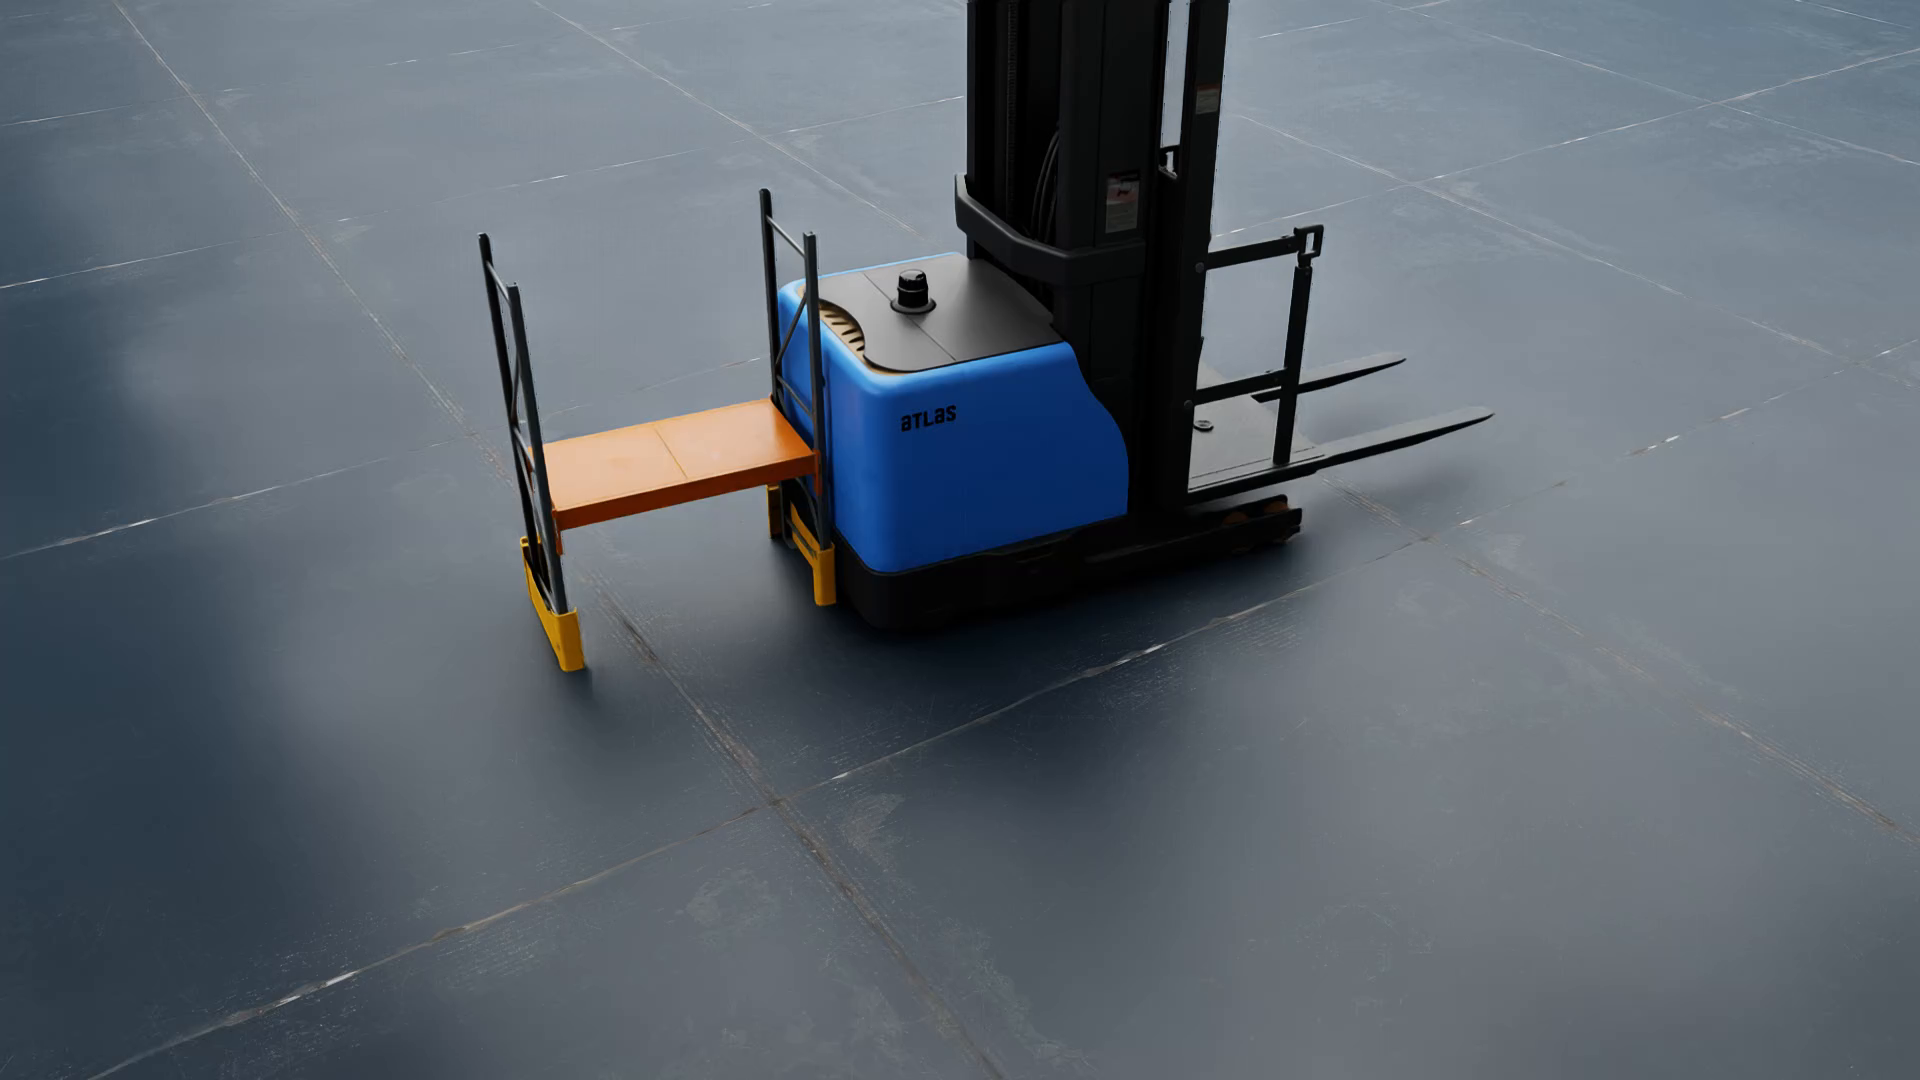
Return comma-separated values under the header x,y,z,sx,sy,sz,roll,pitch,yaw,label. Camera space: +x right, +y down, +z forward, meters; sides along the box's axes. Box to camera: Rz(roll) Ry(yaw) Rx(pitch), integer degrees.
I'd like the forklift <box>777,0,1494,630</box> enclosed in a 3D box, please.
x,y,z,sx,sy,sz,roll,pitch,yaw,label
0.837,-1.425,6.355,3.031,2.935,1.130,-14,35,-21,forklift

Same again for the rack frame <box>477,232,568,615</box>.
x,y,z,sx,sy,sz,roll,pitch,yaw,label
-1.534,-0.298,5.909,0.032,1.500,0.500,-14,35,-21,rack frame

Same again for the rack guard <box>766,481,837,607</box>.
x,y,z,sx,sy,sz,roll,pitch,yaw,label
-0.631,0.005,6.601,0.087,0.250,0.587,-14,35,-21,rack guard

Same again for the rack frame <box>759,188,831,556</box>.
x,y,z,sx,sy,sz,roll,pitch,yaw,label
-0.614,-0.528,6.275,0.032,1.500,0.500,-14,35,-21,rack frame

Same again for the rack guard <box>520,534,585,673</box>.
x,y,z,sx,sy,sz,roll,pitch,yaw,label
-1.533,0.231,6.243,0.087,0.250,0.587,-14,35,-21,rack guard

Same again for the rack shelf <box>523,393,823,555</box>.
x,y,z,sx,sy,sz,roll,pitch,yaw,label
-1.074,-0.261,6.188,1.000,0.185,0.538,-14,35,-21,rack shelf

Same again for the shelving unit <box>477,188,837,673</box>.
x,y,z,sx,sy,sz,roll,pitch,yaw,label
-1.082,-0.411,6.089,1.083,1.500,0.587,-14,35,-21,shelving unit
